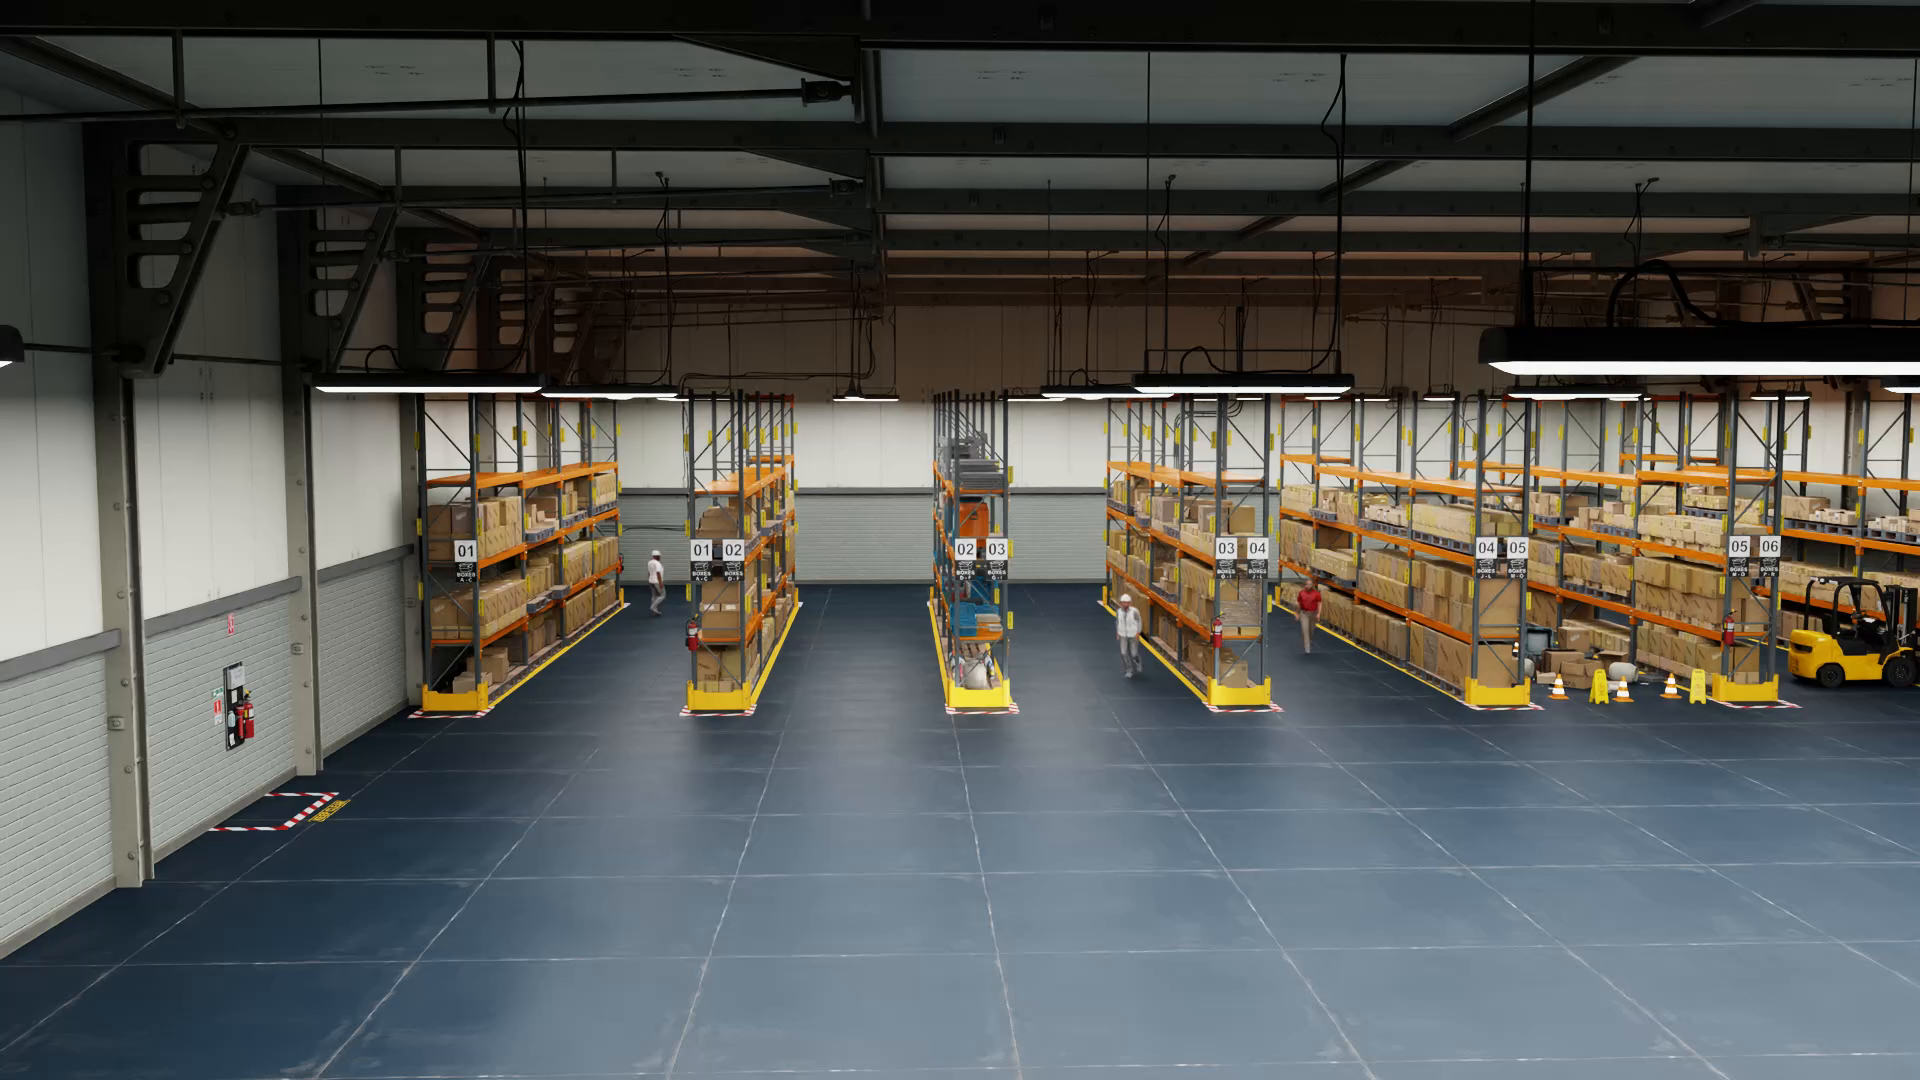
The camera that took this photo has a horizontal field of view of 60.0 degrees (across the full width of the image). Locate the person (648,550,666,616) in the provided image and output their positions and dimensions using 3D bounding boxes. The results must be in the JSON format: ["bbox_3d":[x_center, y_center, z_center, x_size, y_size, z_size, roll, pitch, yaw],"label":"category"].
[{"bbox_3d":[-8.264,1.167,45.085,0.486,1.768,0.610,-4,6,-39],"label":"person"}]

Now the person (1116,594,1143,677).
[{"bbox_3d":[3.591,1.995,35.102,0.599,1.748,0.696,2,5,23],"label":"person"}]

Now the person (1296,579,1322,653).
[{"bbox_3d":[8.074,1.740,38.276,0.518,1.661,1.056,0,5,-6],"label":"person"}]

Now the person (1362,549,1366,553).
[{"bbox_3d":[11.426,1.098,46.979,0.522,1.699,0.397,-3,5,-29],"label":"person"}]
